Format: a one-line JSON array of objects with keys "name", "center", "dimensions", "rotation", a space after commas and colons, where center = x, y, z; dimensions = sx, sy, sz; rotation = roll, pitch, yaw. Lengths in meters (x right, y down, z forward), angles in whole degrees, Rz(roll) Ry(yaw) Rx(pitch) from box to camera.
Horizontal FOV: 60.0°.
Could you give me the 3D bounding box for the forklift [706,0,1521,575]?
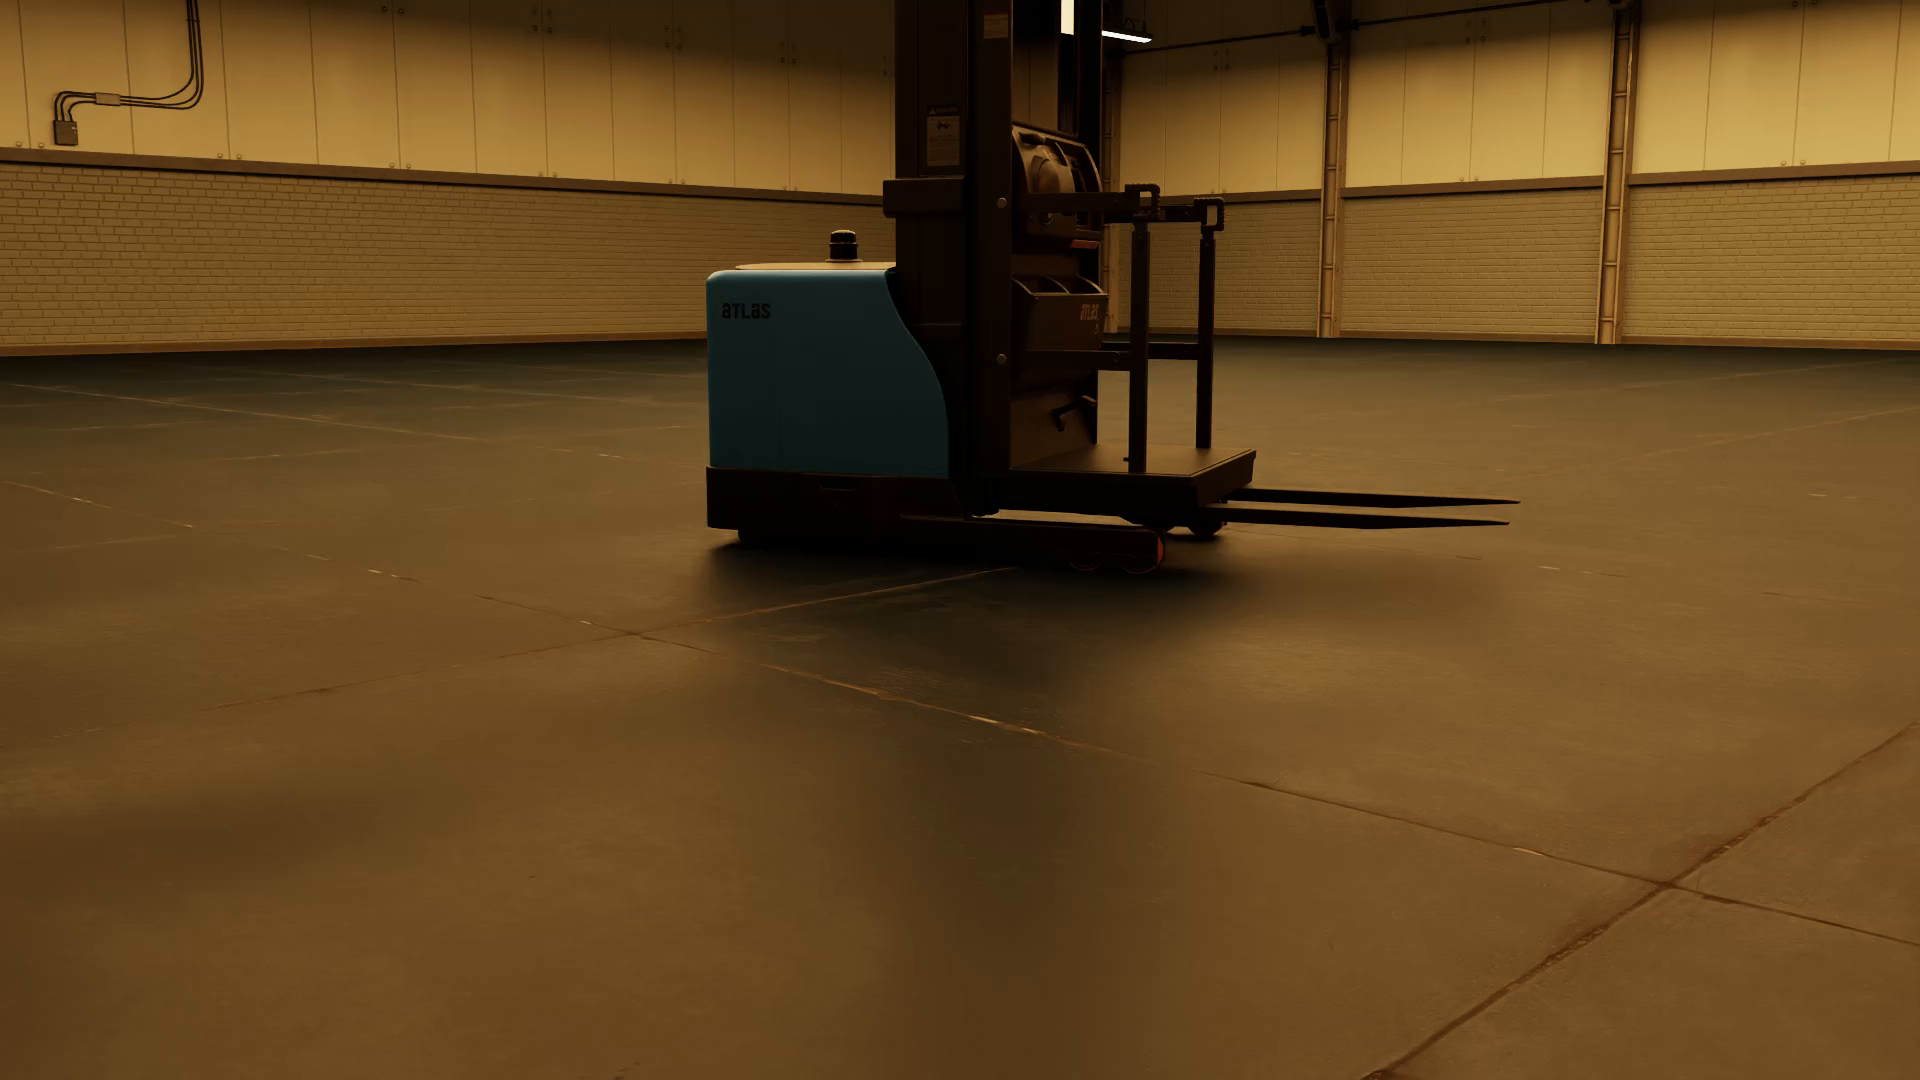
[{"name": "forklift", "center": [0.565, -1.416, 6.275], "dimensions": [3.031, 2.935, 1.130], "rotation": [3, 9, 22]}]
